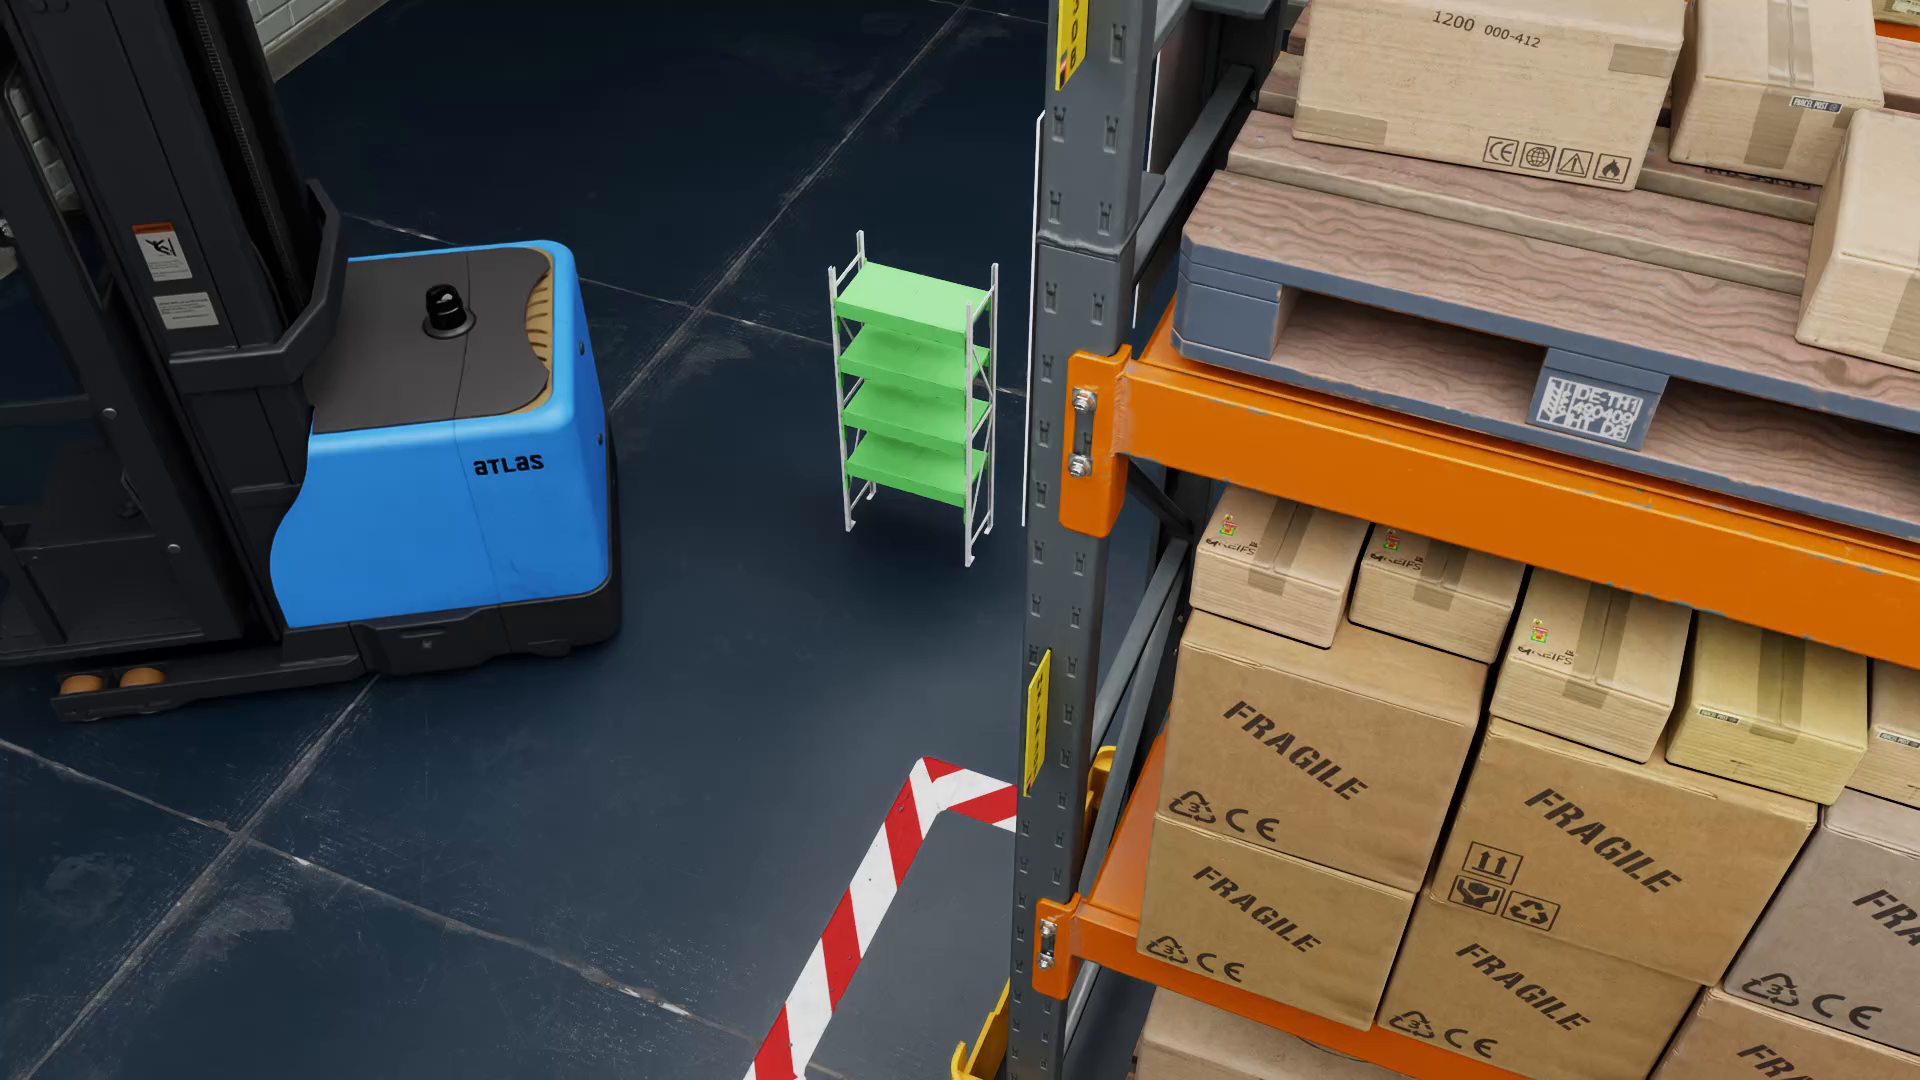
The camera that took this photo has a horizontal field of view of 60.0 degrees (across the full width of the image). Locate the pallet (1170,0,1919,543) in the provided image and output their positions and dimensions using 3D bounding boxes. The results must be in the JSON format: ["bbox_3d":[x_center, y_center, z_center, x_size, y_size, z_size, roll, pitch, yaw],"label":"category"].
[{"bbox_3d":[1.051,-0.516,2.579,1.213,0.211,1.003,16,47,16],"label":"pallet"}]

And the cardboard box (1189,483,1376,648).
[{"bbox_3d":[0.584,-0.022,2.906,0.250,0.149,0.380,17,47,17],"label":"cardboard box"}]

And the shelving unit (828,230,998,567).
[{"bbox_3d":[-0.153,-0.470,5.872,0.503,1.200,0.258,16,47,16],"label":"shelving unit"}]

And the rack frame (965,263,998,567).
[{"bbox_3d":[0.072,-0.404,5.805,0.015,1.200,0.240,16,47,16],"label":"rack frame"}]

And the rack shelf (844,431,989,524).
[{"bbox_3d":[-0.153,-0.255,6.086,0.480,0.148,0.258,16,47,16],"label":"rack shelf"}]

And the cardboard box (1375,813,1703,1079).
[{"bbox_3d":[1.173,0.722,3.327,0.500,0.500,0.500,16,47,15],"label":"cardboard box"}]

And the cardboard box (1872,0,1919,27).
[{"bbox_3d":[3.638,-2.172,6.485,0.250,0.149,0.380,15,47,15],"label":"cardboard box"}]

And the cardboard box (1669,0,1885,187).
[{"bbox_3d":[1.230,-0.712,2.522,0.250,0.149,0.380,13,46,13],"label":"cardboard box"}]

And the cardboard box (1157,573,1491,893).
[{"bbox_3d":[0.696,0.247,3.096,0.500,0.500,0.500,15,47,15],"label":"cardboard box"}]

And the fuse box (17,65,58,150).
[{"bbox_3d":[-3.907,-2.066,7.113,0.414,1.711,0.539,16,47,16],"label":"fuse box"}]

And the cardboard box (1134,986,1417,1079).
[{"bbox_3d":[1.010,1.194,4.442,0.875,0.438,0.875,15,47,15],"label":"cardboard box"}]

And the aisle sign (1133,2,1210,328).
[{"bbox_3d":[0.416,-0.822,3.106,0.004,0.787,0.394,16,47,16],"label":"aisle sign"}]

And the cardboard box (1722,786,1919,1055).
[{"bbox_3d":[1.654,0.517,2.824,0.500,0.500,0.500,16,47,16],"label":"cardboard box"}]

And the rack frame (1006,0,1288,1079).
[{"bbox_3d":[0.363,0.321,3.801,0.127,3.000,1.000,16,47,16],"label":"rack frame"}]

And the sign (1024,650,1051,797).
[{"bbox_3d":[0.143,0.346,3.106,0.005,0.325,0.100,16,47,16],"label":"sign"}]

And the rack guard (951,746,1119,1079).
[{"bbox_3d":[0.341,1.200,4.689,0.348,0.500,1.175,16,47,16],"label":"rack guard"}]

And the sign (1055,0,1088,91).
[{"bbox_3d":[0.143,-0.721,2.045,0.005,0.325,0.100,16,47,16],"label":"sign"}]

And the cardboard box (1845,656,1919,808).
[{"bbox_3d":[1.561,0.244,2.638,0.250,0.149,0.380,17,47,16],"label":"cardboard box"}]

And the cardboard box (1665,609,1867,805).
[{"bbox_3d":[1.299,0.207,2.675,0.250,0.149,0.380,15,47,15],"label":"cardboard box"}]

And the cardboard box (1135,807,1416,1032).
[{"bbox_3d":[0.695,0.603,3.447,0.500,0.500,0.500,16,47,16],"label":"cardboard box"}]

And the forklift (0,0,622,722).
[{"bbox_3d":[-2.756,-0.829,5.005,3.031,2.935,1.130,-7,45,-7],"label":"forklift"}]

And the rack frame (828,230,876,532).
[{"bbox_3d":[-0.378,-0.537,5.939,0.015,1.200,0.240,16,47,16],"label":"rack frame"}]

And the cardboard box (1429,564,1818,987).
[{"bbox_3d":[1.176,0.382,2.959,0.500,0.500,0.500,15,47,15],"label":"cardboard box"}]

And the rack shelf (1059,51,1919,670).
[{"bbox_3d":[2.209,0.056,2.451,4.000,0.370,1.077,16,47,16],"label":"rack shelf"}]

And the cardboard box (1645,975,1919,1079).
[{"bbox_3d":[1.635,0.872,3.176,0.500,0.500,0.500,16,47,16],"label":"cardboard box"}]

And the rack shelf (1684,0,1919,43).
[{"bbox_3d":[4.116,-2.113,6.757,4.000,0.370,1.077,16,47,16],"label":"rack shelf"}]

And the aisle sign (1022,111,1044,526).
[{"bbox_3d":[0.185,-0.431,2.714,0.004,0.787,0.394,16,47,16],"label":"aisle sign"}]

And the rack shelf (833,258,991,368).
[{"bbox_3d":[-0.153,-0.765,5.578,0.480,0.148,0.258,16,47,16],"label":"rack shelf"}]

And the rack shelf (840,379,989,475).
[{"bbox_3d":[-0.153,-0.425,5.917,0.480,0.148,0.258,16,47,16],"label":"rack shelf"}]

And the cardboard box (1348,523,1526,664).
[{"bbox_3d":[0.853,0.002,2.881,0.250,0.149,0.380,17,47,17],"label":"cardboard box"}]

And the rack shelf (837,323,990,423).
[{"bbox_3d":[-0.153,-0.595,5.748,0.480,0.148,0.258,16,47,16],"label":"rack shelf"}]

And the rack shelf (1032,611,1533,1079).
[{"bbox_3d":[2.209,1.119,3.509,4.000,0.370,1.077,16,47,16],"label":"rack shelf"}]

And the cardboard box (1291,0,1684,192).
[{"bbox_3d":[0.813,-0.810,2.548,0.500,0.250,0.500,12,46,12],"label":"cardboard box"}]

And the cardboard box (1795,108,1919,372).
[{"bbox_3d":[1.278,-0.393,2.201,0.250,0.149,0.380,18,48,17],"label":"cardboard box"}]

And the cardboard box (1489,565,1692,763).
[{"bbox_3d":[1.049,0.148,2.735,0.250,0.149,0.380,18,48,17],"label":"cardboard box"}]

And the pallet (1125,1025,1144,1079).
[{"bbox_3d":[1.131,1.476,4.617,1.213,0.211,1.003,16,47,16],"label":"pallet"}]

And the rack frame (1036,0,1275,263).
[{"bbox_3d":[0.363,-1.806,1.685,0.127,3.000,1.000,16,47,16],"label":"rack frame"}]
